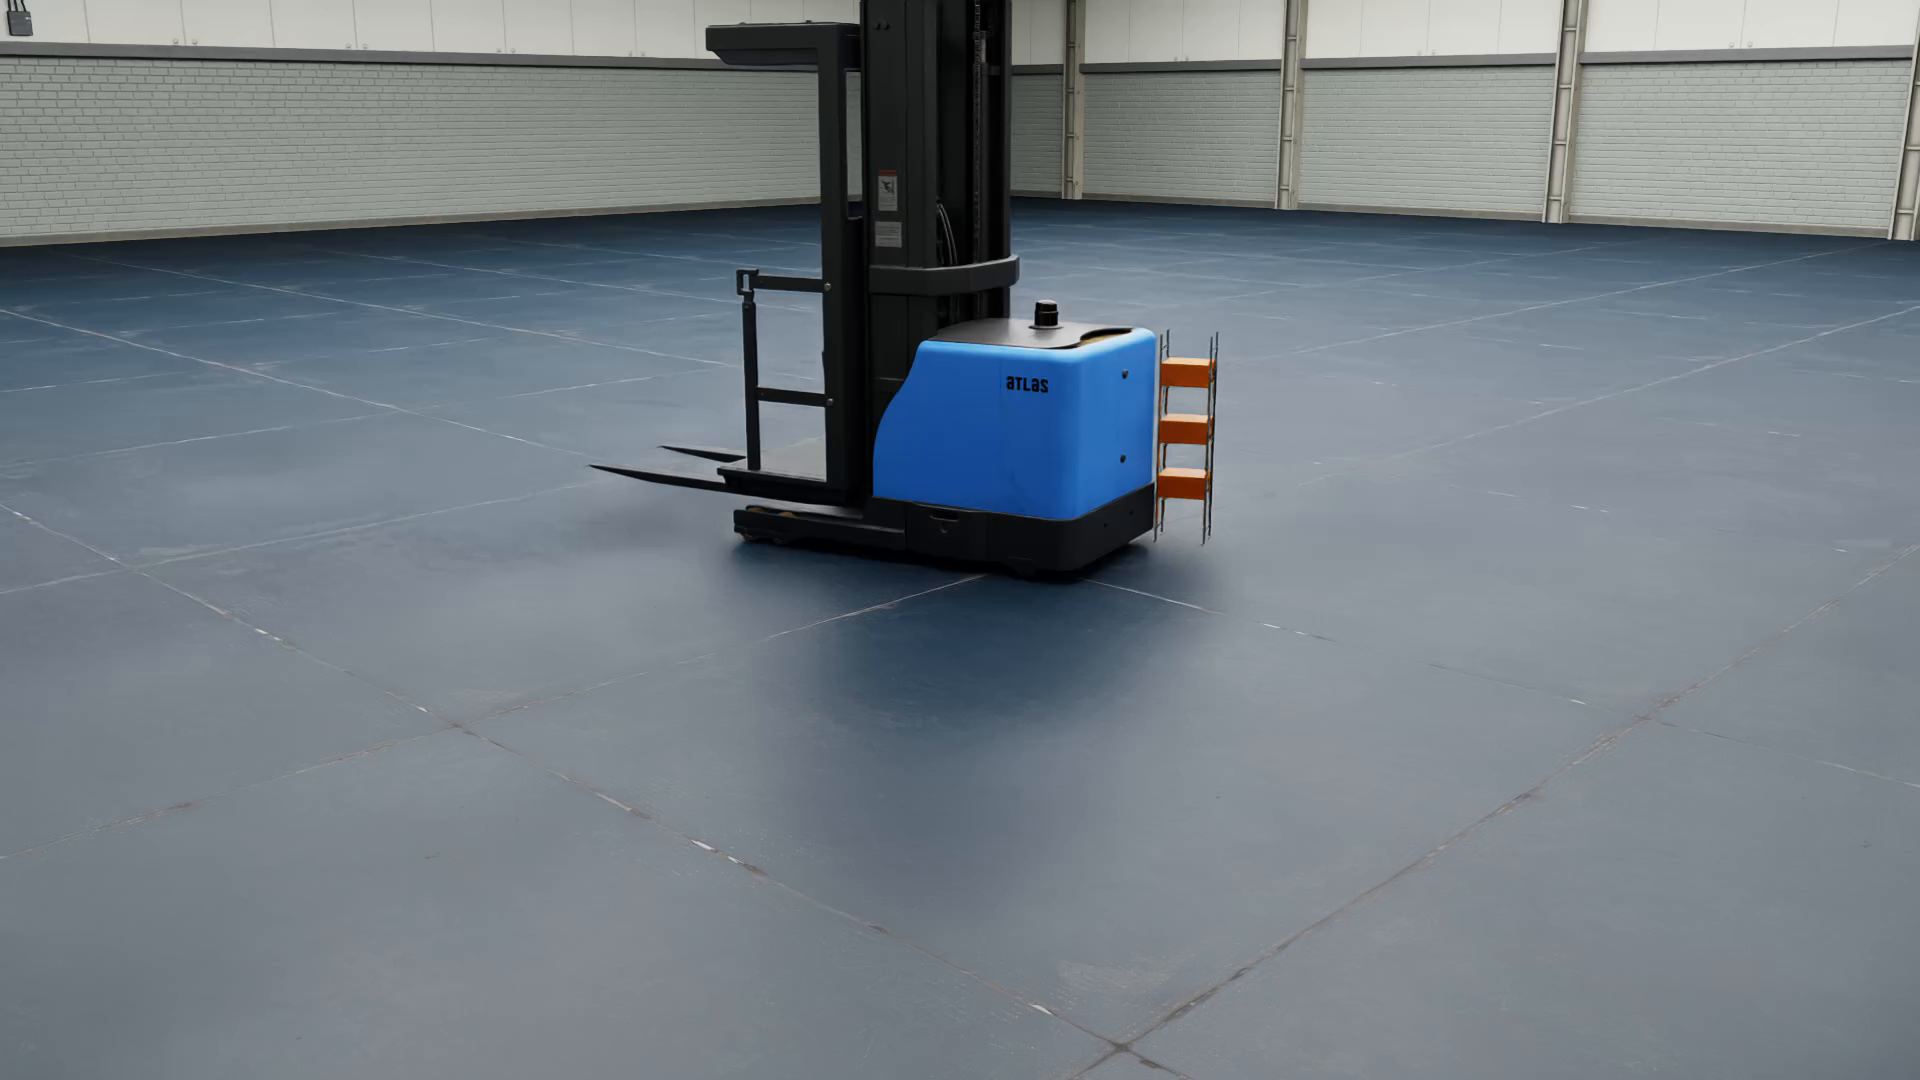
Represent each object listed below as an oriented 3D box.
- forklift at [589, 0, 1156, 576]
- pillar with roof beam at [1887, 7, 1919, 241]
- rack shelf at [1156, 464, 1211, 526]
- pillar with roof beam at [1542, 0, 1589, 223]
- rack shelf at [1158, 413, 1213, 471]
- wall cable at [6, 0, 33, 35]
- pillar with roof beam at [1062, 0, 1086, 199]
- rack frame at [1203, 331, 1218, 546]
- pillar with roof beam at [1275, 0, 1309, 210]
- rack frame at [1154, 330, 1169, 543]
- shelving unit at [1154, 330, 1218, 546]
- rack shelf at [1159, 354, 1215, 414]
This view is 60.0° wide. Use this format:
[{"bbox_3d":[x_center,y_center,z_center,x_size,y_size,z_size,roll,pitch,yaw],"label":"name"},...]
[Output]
[{"bbox_3d":[-0.559,-1.499,8.373,3.031,2.935,1.130,8,17,29],"label":"forklift"},{"bbox_3d":[12.636,-8.553,23.412,0.400,9.000,9.100,14,20,42],"label":"pillar with roof beam"},{"bbox_3d":[1.129,-0.230,8.376,0.240,0.259,0.215,4,15,16],"label":"rack shelf"},{"bbox_3d":[8.317,-9.603,27.442,0.400,9.000,9.100,14,20,42],"label":"pillar with roof beam"},{"bbox_3d":[1.129,-0.499,8.306,0.240,0.259,0.215,4,15,16],"label":"rack shelf"},{"bbox_3d":[-13.800,-10.889,25.631,0.169,6.003,2.305,14,20,42],"label":"wall cable"},{"bbox_3d":[-0.321,-11.704,35.502,0.400,9.000,9.100,14,20,42],"label":"pillar with roof beam"},{"bbox_3d":[1.245,-0.500,8.269,0.008,1.050,0.200,4,15,16],"label":"rack frame"},{"bbox_3d":[3.998,-10.653,31.472,0.400,9.000,9.100,14,20,42],"label":"pillar with roof beam"},{"bbox_3d":[1.012,-0.518,8.338,0.008,1.050,0.200,4,15,16],"label":"rack frame"},{"bbox_3d":[1.129,-0.509,8.303,0.252,1.050,0.215,4,15,16],"label":"shelving unit"},{"bbox_3d":[1.129,-0.773,8.235,0.240,0.259,0.215,4,15,16],"label":"rack shelf"}]
